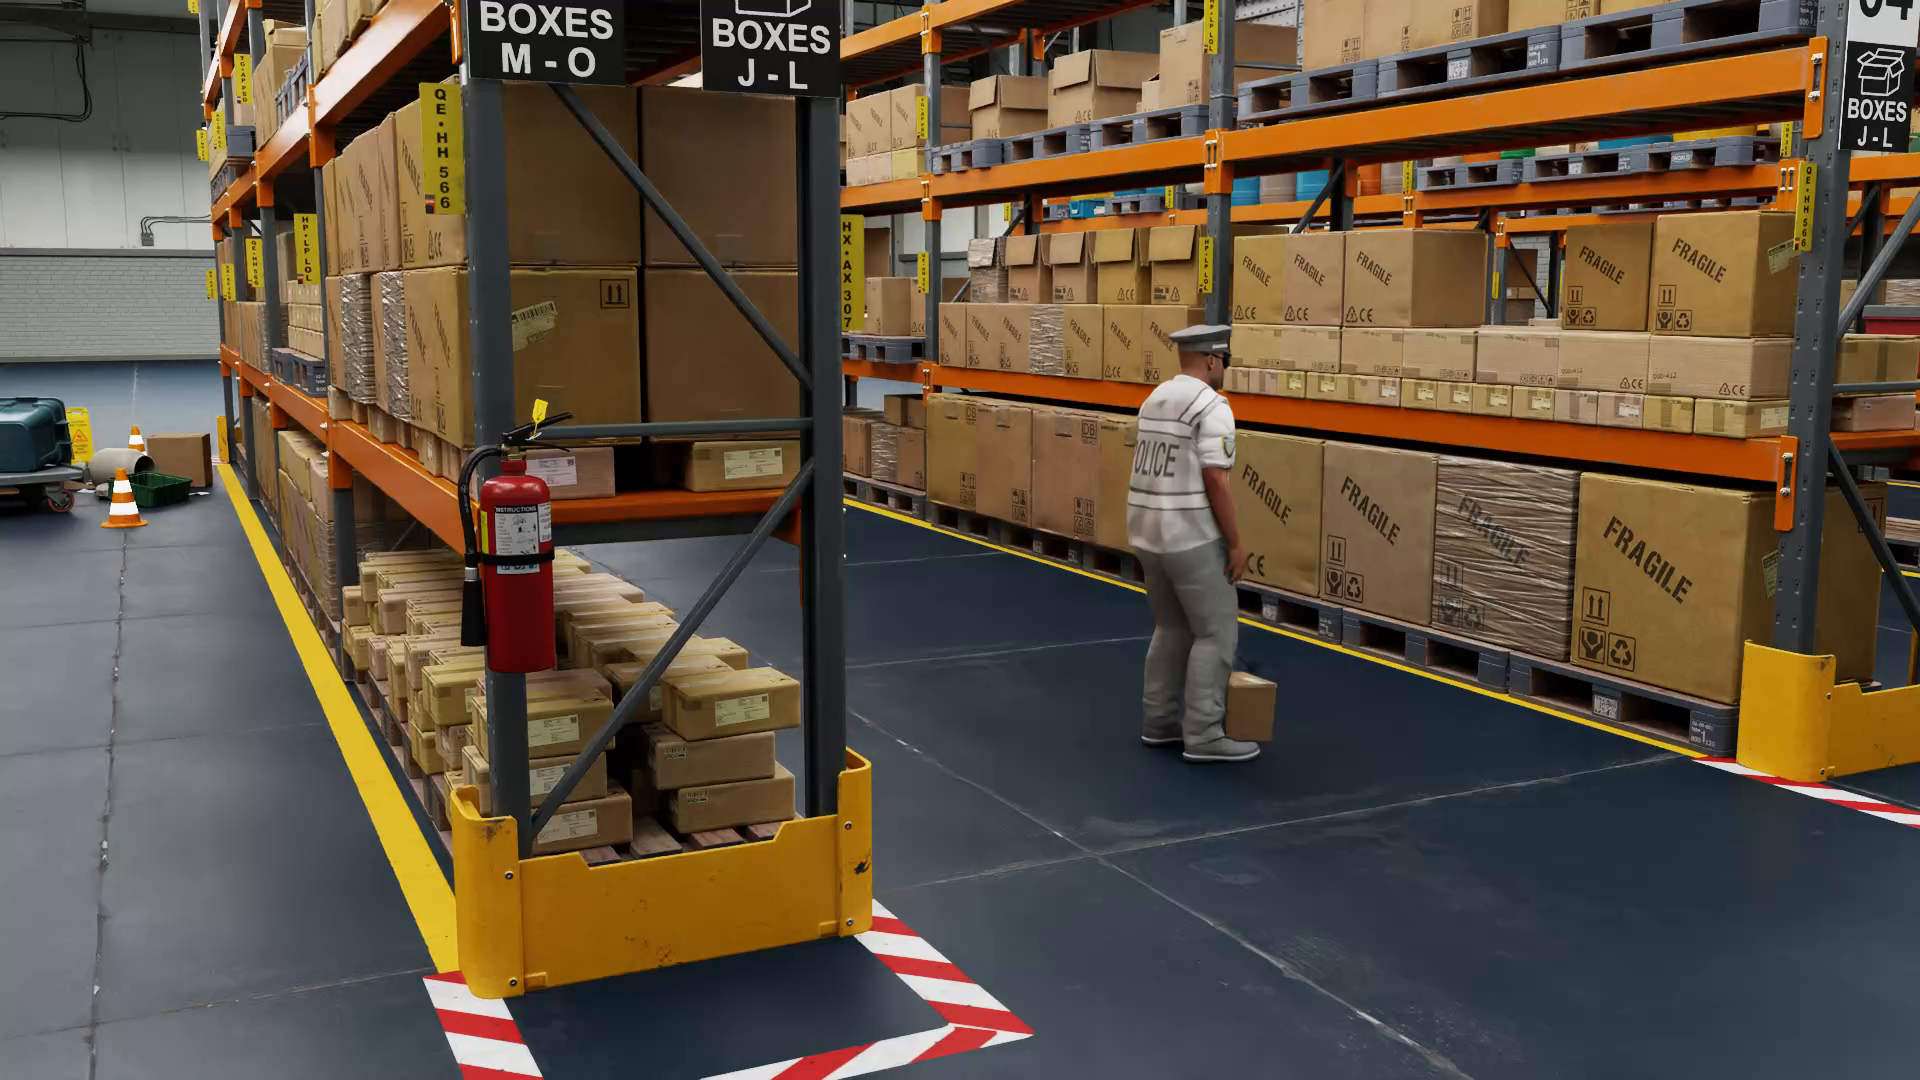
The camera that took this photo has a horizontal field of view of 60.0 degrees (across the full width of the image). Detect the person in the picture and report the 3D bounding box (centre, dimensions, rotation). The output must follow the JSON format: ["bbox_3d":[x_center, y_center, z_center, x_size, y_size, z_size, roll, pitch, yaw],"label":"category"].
[{"bbox_3d":[0.920,0.005,6.785,0.437,1.747,0.597,-5,10,-29],"label":"person"}]
